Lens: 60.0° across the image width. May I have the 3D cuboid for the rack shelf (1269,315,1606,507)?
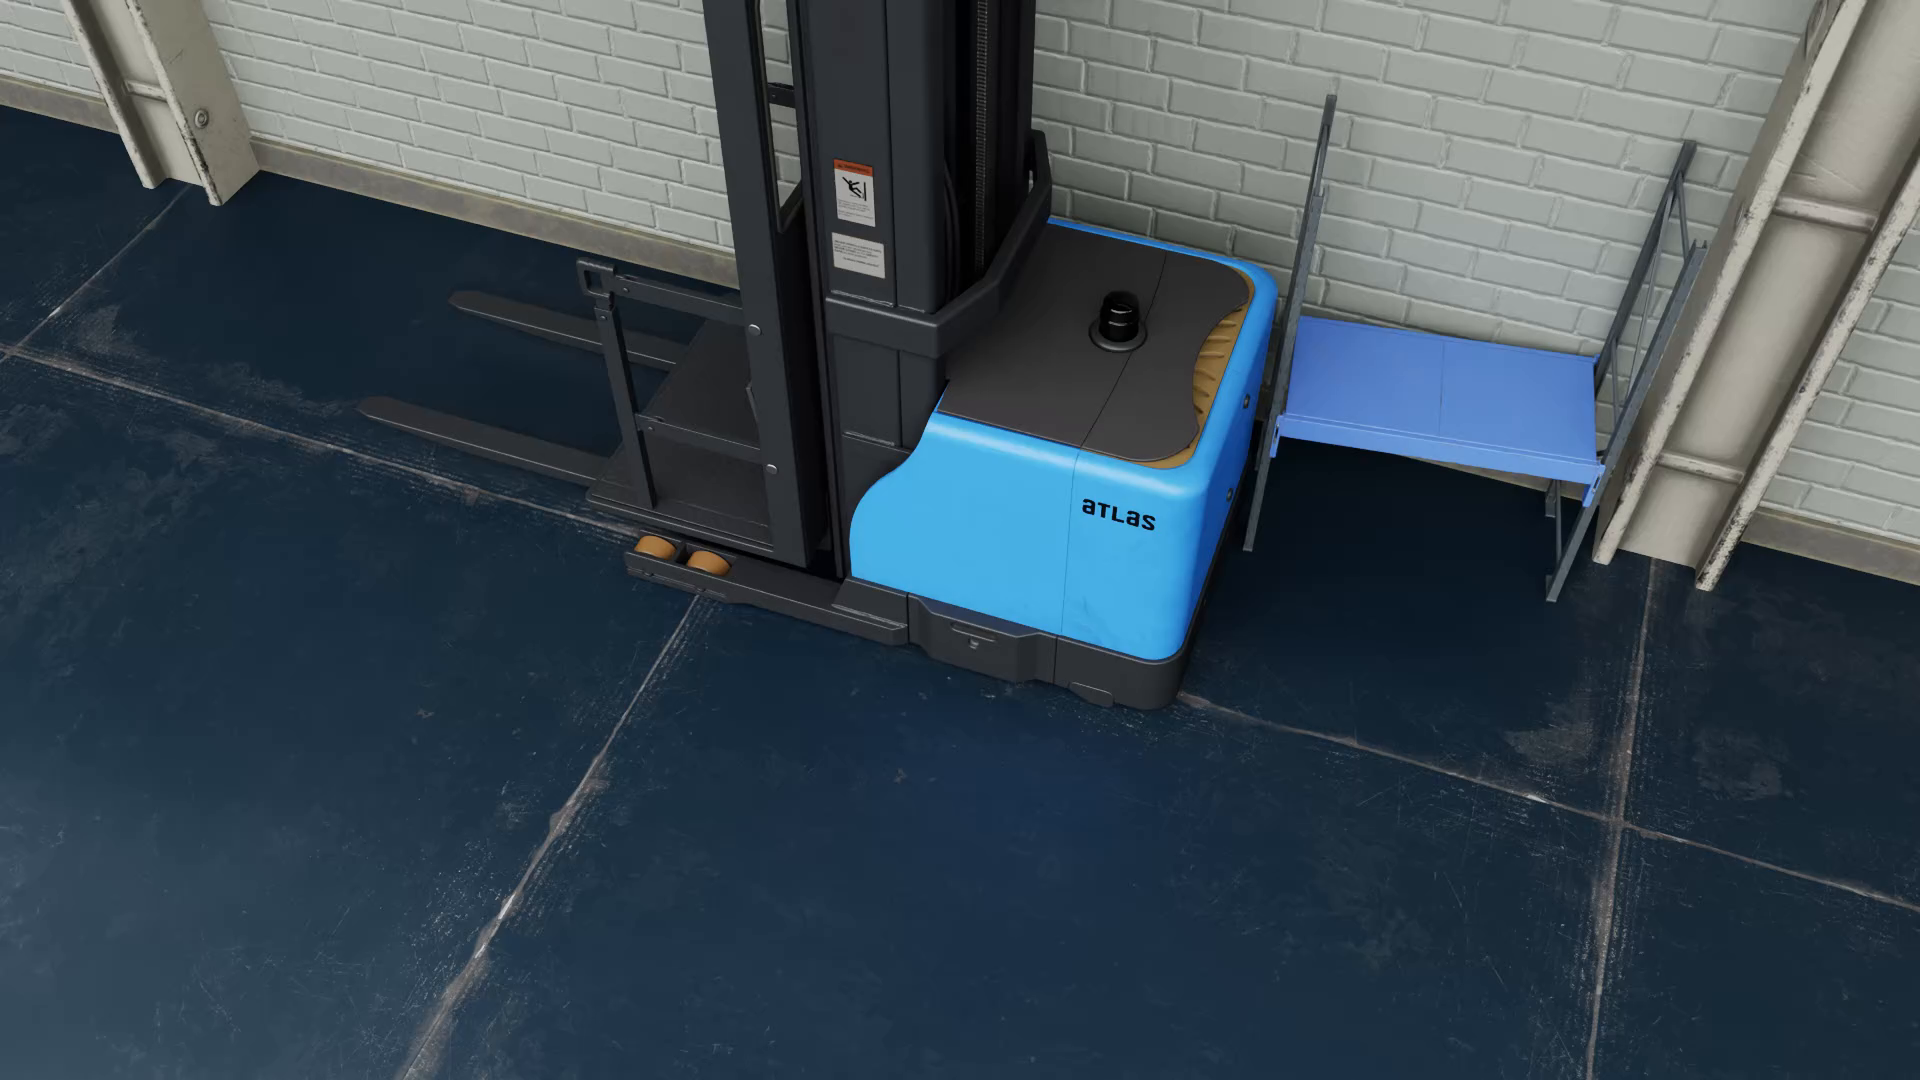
[{"bbox_3d":[1.538,-0.435,5.373,1.000,0.185,0.538,10,50,8],"label":"rack shelf"}]

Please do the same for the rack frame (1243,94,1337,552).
[{"bbox_3d":[1.042,-0.637,5.310,0.032,1.500,0.500,10,50,8],"label":"rack frame"}]

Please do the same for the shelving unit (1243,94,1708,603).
[{"bbox_3d":[1.538,-0.553,5.237,1.048,1.500,0.538,10,50,8],"label":"shelving unit"}]

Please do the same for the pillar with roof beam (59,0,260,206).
[{"bbox_3d":[-4.720,-1.453,1.054,0.400,9.000,9.100,16,51,13],"label":"pillar with roof beam"}]

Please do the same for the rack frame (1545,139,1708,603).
[{"bbox_3d":[2.034,-0.469,5.164,0.032,1.500,0.500,10,50,8],"label":"rack frame"}]

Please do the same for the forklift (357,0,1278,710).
[{"bbox_3d":[-0.592,-1.123,4.784,3.031,2.935,1.130,15,51,13],"label":"forklift"}]
